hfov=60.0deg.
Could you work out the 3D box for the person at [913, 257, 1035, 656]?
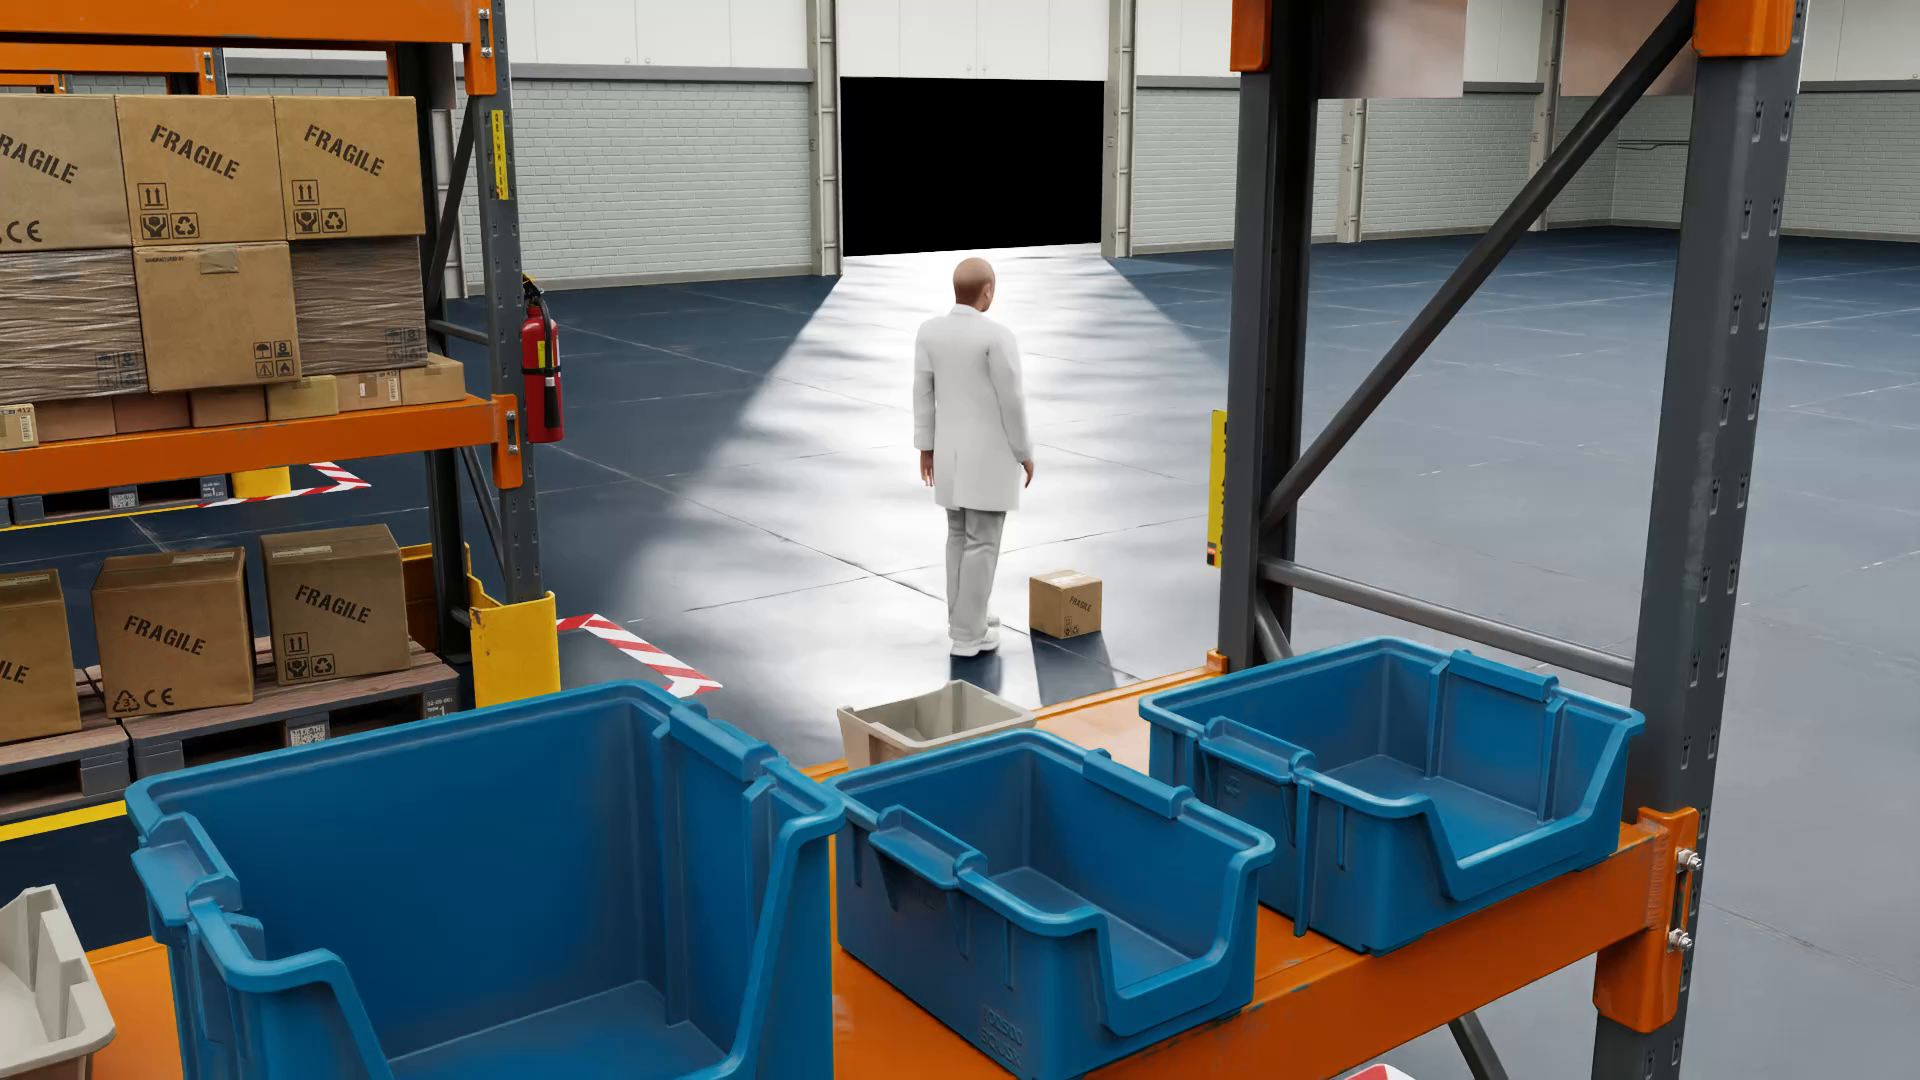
[{"bbox_3d":[0.098,-0.330,7.532,0.610,1.687,0.607,11,18,38],"label":"person"}]
